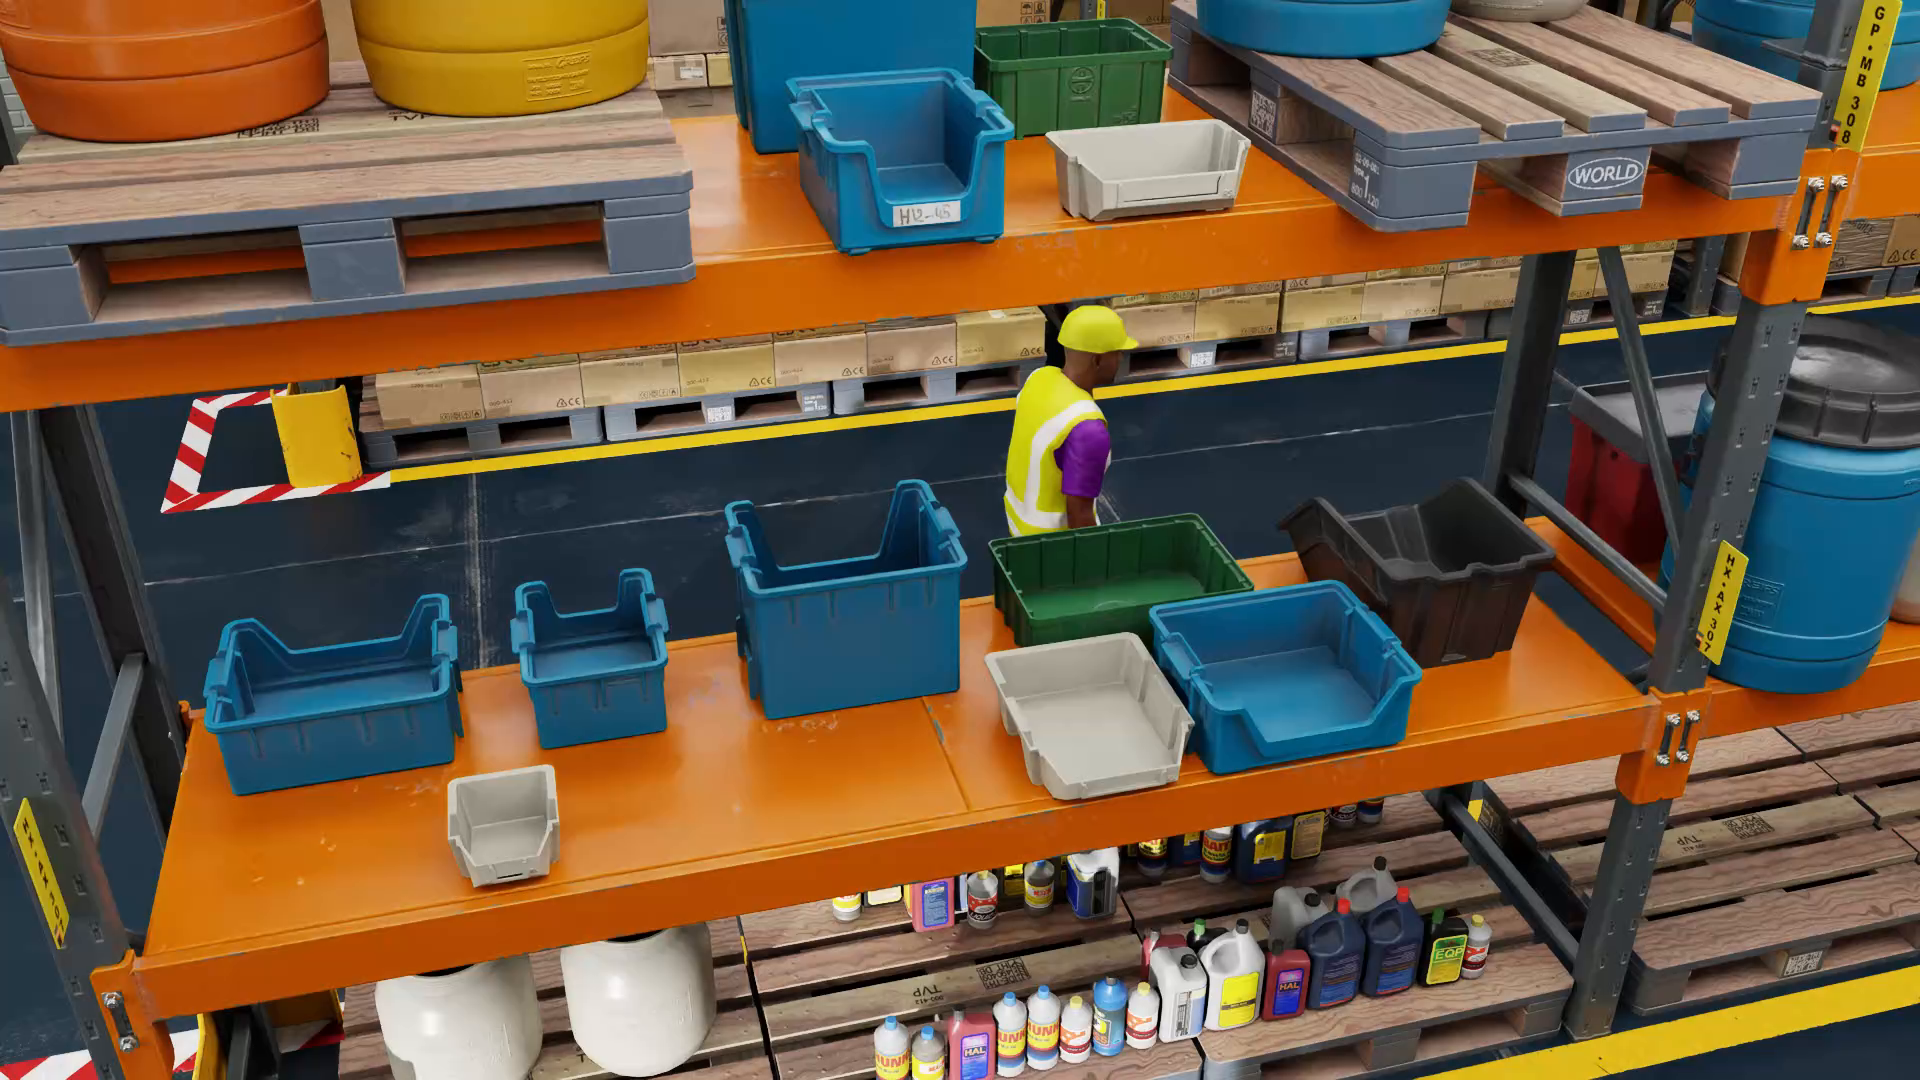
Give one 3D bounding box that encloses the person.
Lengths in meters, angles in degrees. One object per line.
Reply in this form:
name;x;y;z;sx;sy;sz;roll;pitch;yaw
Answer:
person;0.408;-0.027;6.158;0.456;1.761;0.628;-7;31;-13
